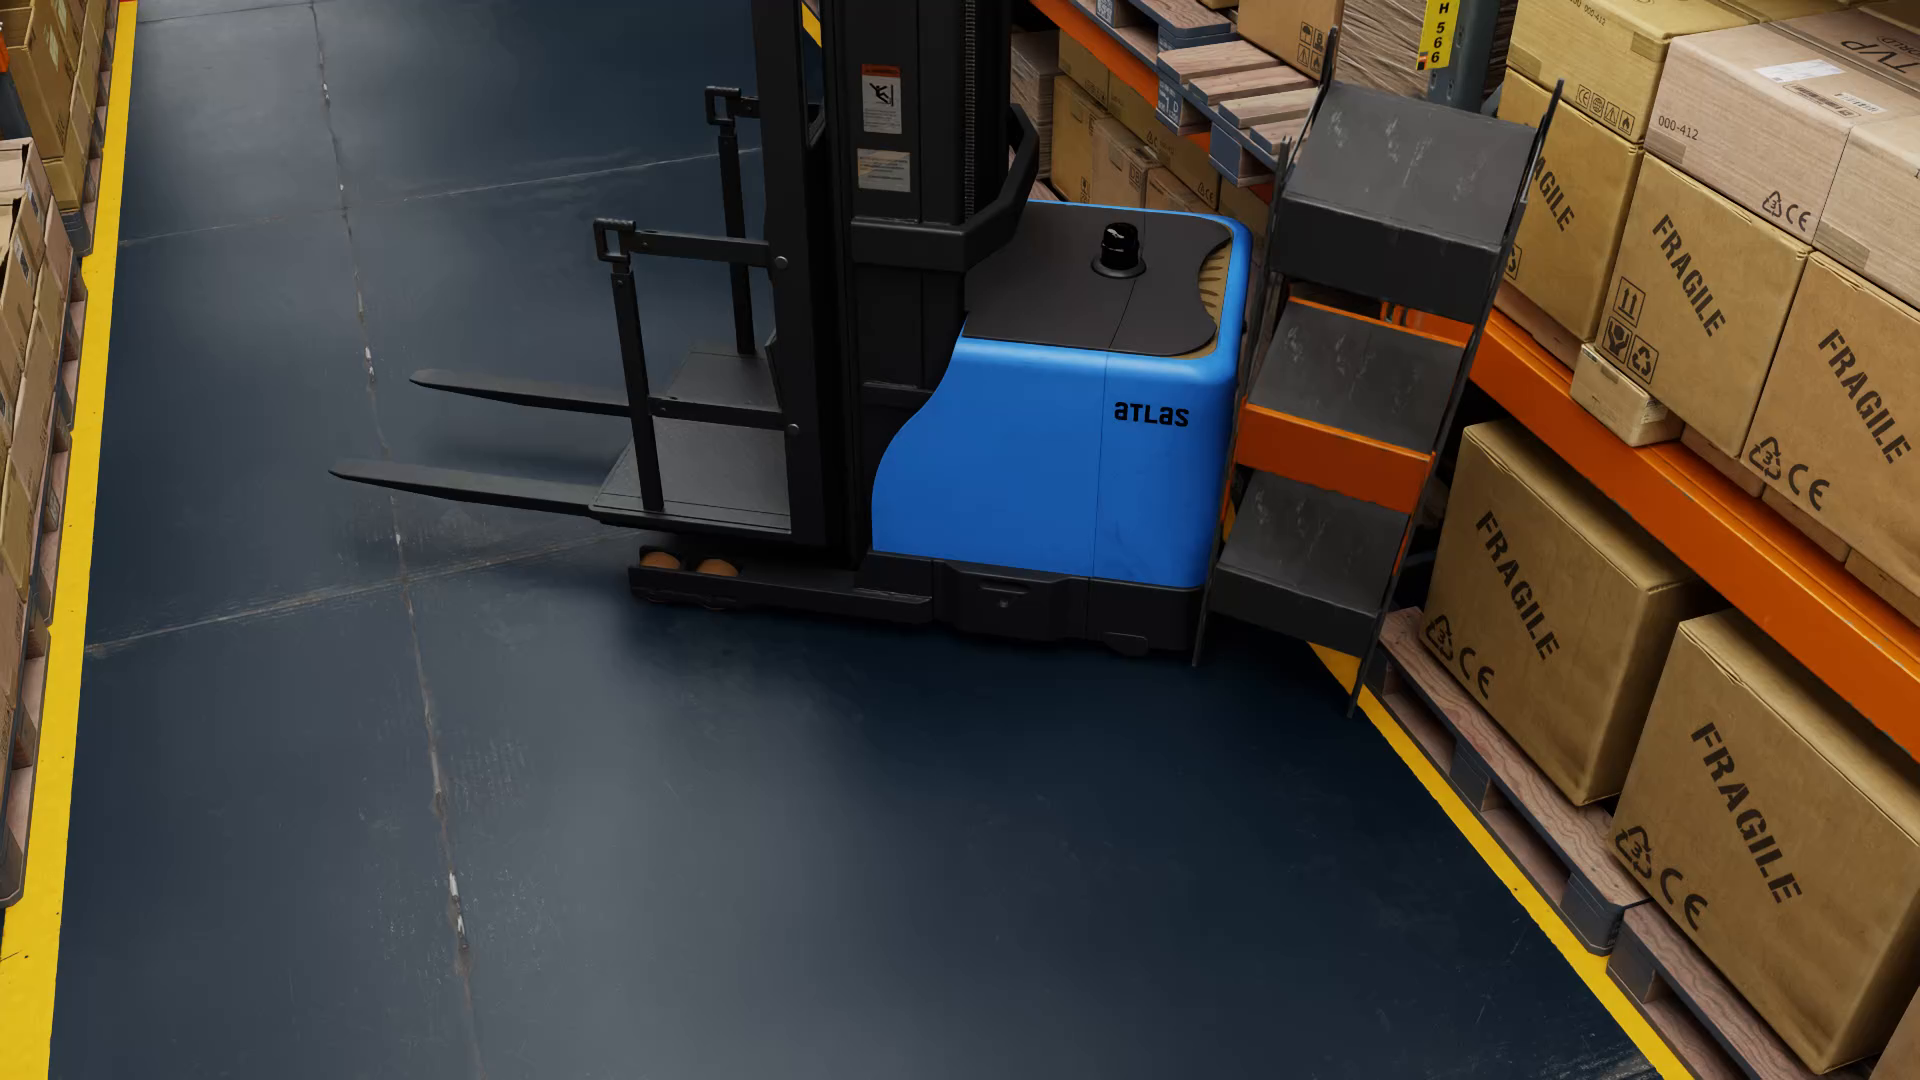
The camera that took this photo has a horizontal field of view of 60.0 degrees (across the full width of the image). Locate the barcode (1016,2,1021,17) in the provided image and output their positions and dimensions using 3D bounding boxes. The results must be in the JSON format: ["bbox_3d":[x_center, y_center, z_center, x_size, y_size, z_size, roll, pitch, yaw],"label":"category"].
[{"bbox_3d":[0.320,-2.881,9.026,0.001,0.075,0.075,-12,39,-16],"label":"barcode"}]

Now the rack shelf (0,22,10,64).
[{"bbox_3d":[-5.008,-3.088,7.954,1.077,0.370,4.000,-12,39,-16],"label":"rack shelf"}]

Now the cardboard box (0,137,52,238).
[{"bbox_3d":[-3.911,-1.370,6.545,0.500,0.311,0.500,-12,39,-16],"label":"cardboard box"}]

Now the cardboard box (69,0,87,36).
[{"bbox_3d":[-4.703,-2.788,8.272,0.500,0.500,0.500,-12,39,-16],"label":"cardboard box"}]

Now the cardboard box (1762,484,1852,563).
[{"bbox_3d":[1.993,-0.114,3.601,0.380,0.149,0.250,-12,39,-15],"label":"cardboard box"}]

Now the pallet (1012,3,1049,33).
[{"bbox_3d":[0.066,-2.532,8.935,1.003,0.211,1.213,-12,39,-16],"label":"pallet"}]

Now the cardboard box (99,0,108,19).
[{"bbox_3d":[-5.051,-3.053,9.246,0.500,0.250,0.500,-12,39,-16],"label":"cardboard box"}]

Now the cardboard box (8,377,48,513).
[{"bbox_3d":[-3.382,-0.278,5.562,0.500,0.250,0.500,-12,39,-15],"label":"cardboard box"}]

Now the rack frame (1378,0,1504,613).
[{"bbox_3d":[1.707,-1.014,4.603,1.000,3.000,0.127,-12,39,-16],"label":"rack frame"}]

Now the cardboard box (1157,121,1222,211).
[{"bbox_3d":[1.091,-1.511,6.351,0.500,0.250,0.500,-13,39,-16],"label":"cardboard box"}]

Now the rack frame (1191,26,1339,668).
[{"bbox_3d":[0.769,-0.364,4.375,0.015,2.100,0.400,18,57,14],"label":"rack frame"}]

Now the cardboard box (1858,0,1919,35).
[{"bbox_3d":[2.281,-0.984,3.593,0.500,0.250,0.500,-14,39,-17],"label":"cardboard box"}]

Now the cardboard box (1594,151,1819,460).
[{"bbox_3d":[1.805,-0.555,3.647,0.500,0.500,0.500,-11,38,-14],"label":"cardboard box"}]

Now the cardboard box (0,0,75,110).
[{"bbox_3d":[-4.365,-2.222,7.520,0.500,0.500,0.500,-12,39,-16],"label":"cardboard box"}]

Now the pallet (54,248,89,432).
[{"bbox_3d":[-4.029,-0.724,6.535,1.003,0.211,1.213,-12,39,-16],"label":"pallet"}]

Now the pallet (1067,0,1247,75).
[{"bbox_3d":[0.987,-2.047,6.134,1.003,0.211,1.213,-12,39,-16],"label":"pallet"}]

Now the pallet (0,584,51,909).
[{"bbox_3d":[-3.190,0.655,4.705,1.003,0.211,1.213,-12,39,-16],"label":"pallet"}]

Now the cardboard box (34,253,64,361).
[{"bbox_3d":[-3.732,-0.855,6.328,0.500,0.250,0.500,-13,39,-17],"label":"cardboard box"}]

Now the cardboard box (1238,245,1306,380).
[{"bbox_3d":[1.342,-0.902,6.166,0.700,0.500,0.500,-13,39,-16],"label":"cardboard box"}]

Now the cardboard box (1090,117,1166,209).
[{"bbox_3d":[0.962,-1.460,6.907,0.700,0.500,0.500,-12,39,-15],"label":"cardboard box"}]

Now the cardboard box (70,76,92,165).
[{"bbox_3d":[-4.362,-1.923,7.747,0.500,0.250,0.500,-12,39,-16],"label":"cardboard box"}]

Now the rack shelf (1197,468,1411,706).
[{"bbox_3d":[1.014,0.119,4.901,0.480,0.518,0.431,18,57,14],"label":"rack shelf"}]

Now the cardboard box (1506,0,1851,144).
[{"bbox_3d":[1.631,-1.154,3.818,0.500,0.250,0.500,-12,38,-15],"label":"cardboard box"}]

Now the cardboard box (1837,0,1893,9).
[{"bbox_3d":[2.106,-1.277,3.983,0.500,0.250,0.500,-11,38,-15],"label":"cardboard box"}]

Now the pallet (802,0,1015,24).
[{"bbox_3d":[-0.358,-3.222,9.852,1.003,0.211,1.213,-12,39,-16],"label":"pallet"}]

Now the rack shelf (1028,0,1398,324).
[{"bbox_3d":[1.019,-1.856,6.319,1.077,0.370,4.000,-12,39,-16],"label":"rack shelf"}]

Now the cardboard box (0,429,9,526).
[{"bbox_3d":[-3.210,-0.220,5.019,0.500,0.311,0.500,-13,39,-17],"label":"cardboard box"}]

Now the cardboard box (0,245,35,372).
[{"bbox_3d":[-3.557,-0.795,5.782,0.500,0.311,0.500,-13,39,-16],"label":"cardboard box"}]

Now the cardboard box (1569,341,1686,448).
[{"bbox_3d":[1.693,-0.376,3.948,0.380,0.149,0.250,-11,38,-15],"label":"cardboard box"}]

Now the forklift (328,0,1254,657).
[{"bbox_3d":[-0.616,-1.245,4.967,3.031,2.935,1.130,7,38,9],"label":"forklift"}]

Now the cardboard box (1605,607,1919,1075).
[{"bbox_3d":[2.132,0.616,3.877,0.750,0.750,0.750,-13,39,-16],"label":"cardboard box"}]

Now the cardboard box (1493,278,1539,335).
[{"bbox_3d":[1.603,-0.687,4.362,0.380,0.149,0.250,-13,39,-17],"label":"cardboard box"}]

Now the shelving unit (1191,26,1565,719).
[{"bbox_3d":[0.995,-0.291,4.317,0.503,2.100,0.431,18,57,14],"label":"shelving unit"}]

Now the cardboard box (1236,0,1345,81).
[{"bbox_3d":[1.318,-1.803,5.202,0.700,0.500,0.500,-16,40,-20],"label":"cardboard box"}]

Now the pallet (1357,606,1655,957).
[{"bbox_3d":[1.907,0.561,4.830,1.003,0.211,1.213,-12,39,-16],"label":"pallet"}]

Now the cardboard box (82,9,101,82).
[{"bbox_3d":[-4.707,-2.488,8.496,0.500,0.250,0.500,-12,39,-16],"label":"cardboard box"}]

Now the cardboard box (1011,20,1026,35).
[{"bbox_3d":[0.118,-2.613,8.716,0.380,0.166,0.250,-18,40,-22],"label":"cardboard box"}]

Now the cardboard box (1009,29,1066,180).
[{"bbox_3d":[0.599,-2.038,7.675,0.700,0.500,0.500,-11,38,-14],"label":"cardboard box"}]

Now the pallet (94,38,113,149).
[{"bbox_3d":[-4.977,-2.280,8.601,1.003,0.211,1.213,-12,39,-16],"label":"pallet"}]

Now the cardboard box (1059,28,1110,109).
[{"bbox_3d":[0.754,-2.090,7.120,0.500,0.250,0.500,-13,39,-17],"label":"cardboard box"}]

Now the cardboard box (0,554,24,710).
[{"bbox_3d":[-3.021,0.304,4.789,0.500,0.250,0.500,-13,39,-17],"label":"cardboard box"}]
